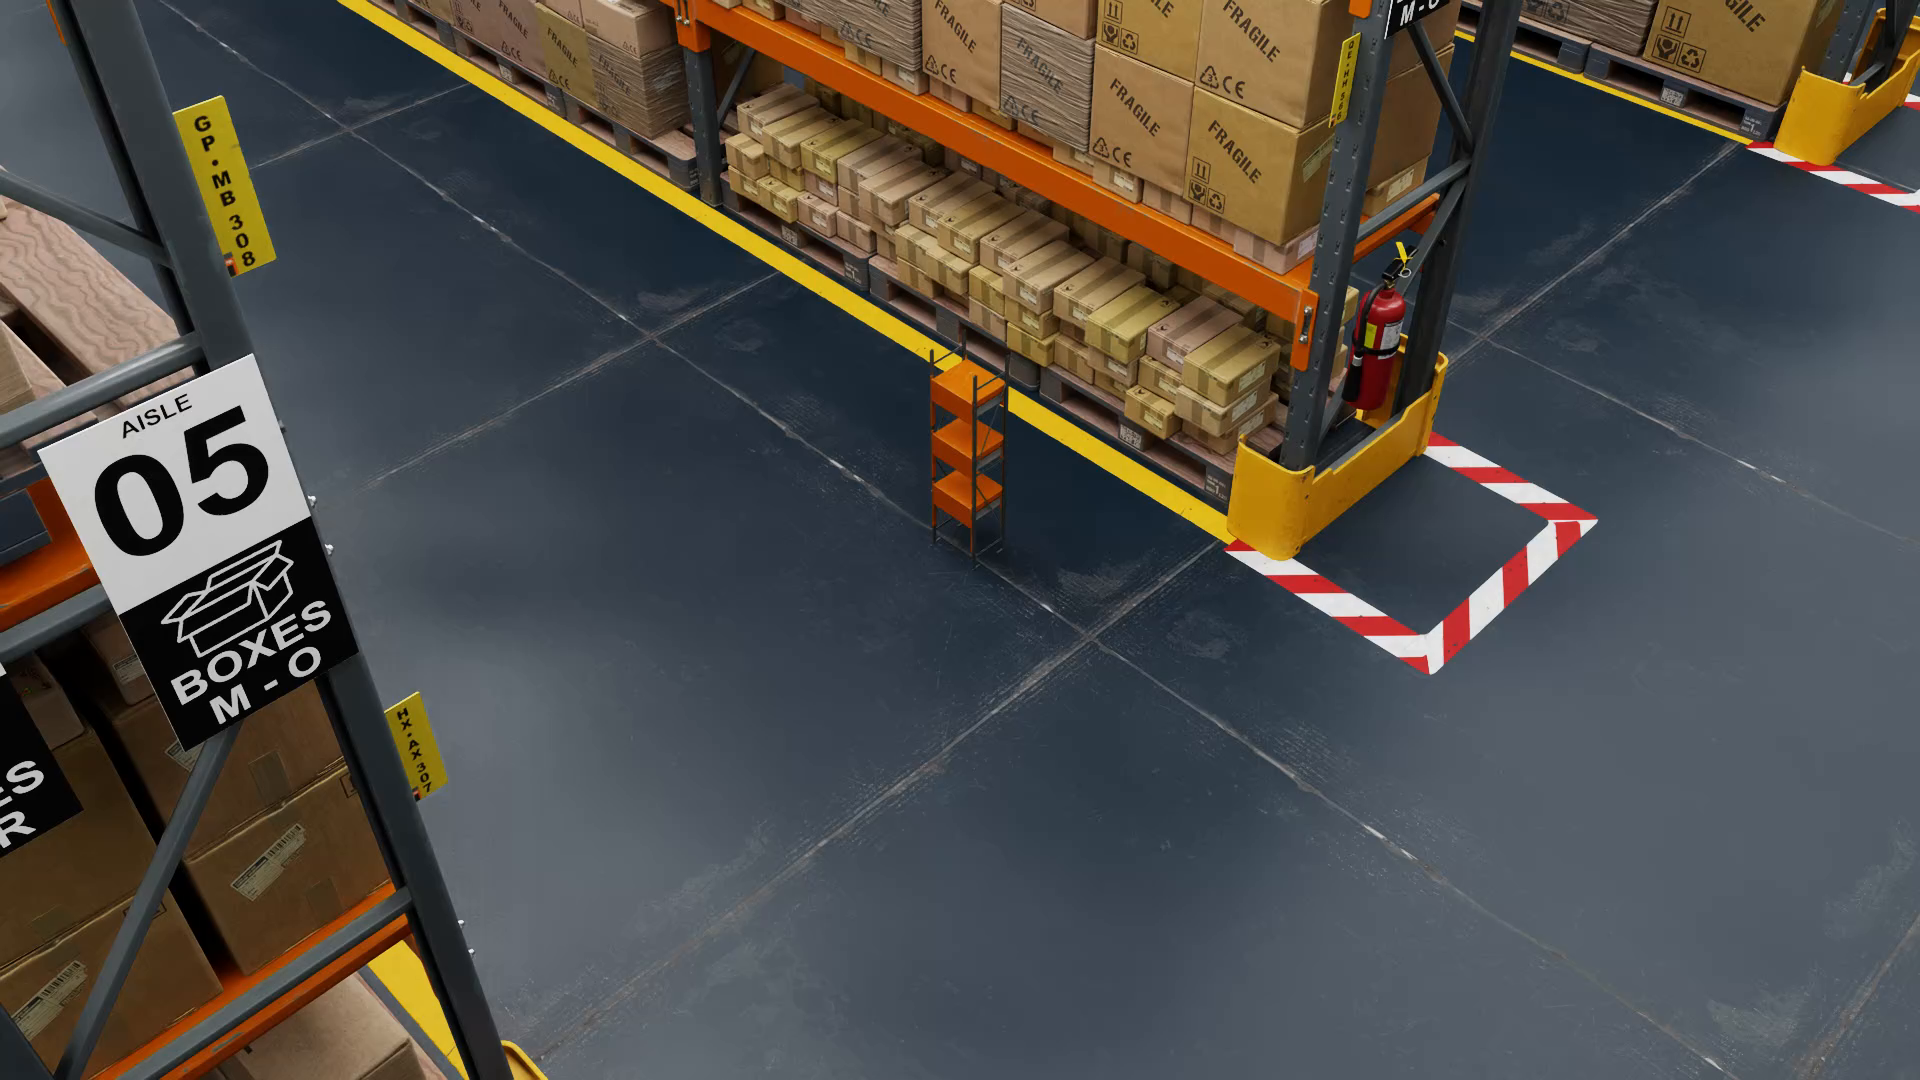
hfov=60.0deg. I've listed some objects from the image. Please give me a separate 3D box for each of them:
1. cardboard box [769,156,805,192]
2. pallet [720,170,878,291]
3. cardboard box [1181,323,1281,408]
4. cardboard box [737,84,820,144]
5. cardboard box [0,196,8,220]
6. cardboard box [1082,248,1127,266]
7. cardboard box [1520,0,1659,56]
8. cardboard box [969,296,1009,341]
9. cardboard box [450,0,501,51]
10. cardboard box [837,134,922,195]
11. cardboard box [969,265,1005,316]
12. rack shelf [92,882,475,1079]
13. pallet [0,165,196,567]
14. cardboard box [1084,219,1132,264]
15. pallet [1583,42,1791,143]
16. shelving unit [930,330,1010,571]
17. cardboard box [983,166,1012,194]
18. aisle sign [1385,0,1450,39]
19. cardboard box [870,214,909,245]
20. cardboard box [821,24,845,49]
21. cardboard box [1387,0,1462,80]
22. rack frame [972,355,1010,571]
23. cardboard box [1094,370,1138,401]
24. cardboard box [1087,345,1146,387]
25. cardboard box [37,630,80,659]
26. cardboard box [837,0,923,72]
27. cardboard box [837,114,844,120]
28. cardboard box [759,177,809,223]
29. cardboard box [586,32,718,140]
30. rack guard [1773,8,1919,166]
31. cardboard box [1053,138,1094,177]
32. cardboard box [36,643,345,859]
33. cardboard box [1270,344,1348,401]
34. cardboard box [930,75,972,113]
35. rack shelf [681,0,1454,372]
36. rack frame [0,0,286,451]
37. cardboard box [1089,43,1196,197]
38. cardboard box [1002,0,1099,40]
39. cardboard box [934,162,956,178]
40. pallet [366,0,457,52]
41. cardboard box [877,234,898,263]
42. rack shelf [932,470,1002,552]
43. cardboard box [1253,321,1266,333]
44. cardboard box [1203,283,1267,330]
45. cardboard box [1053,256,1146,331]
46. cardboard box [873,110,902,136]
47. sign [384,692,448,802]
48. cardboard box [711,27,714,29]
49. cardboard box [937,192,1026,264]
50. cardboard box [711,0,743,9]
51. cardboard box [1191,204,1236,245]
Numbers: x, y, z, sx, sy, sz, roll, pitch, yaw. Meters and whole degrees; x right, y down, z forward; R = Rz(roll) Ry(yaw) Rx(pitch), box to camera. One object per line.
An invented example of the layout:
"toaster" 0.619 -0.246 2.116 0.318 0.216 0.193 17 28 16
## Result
"cardboard box" -0.803 -2.049 8.947 0.380 0.149 0.250 -34 52 -31
"pallet" -0.575 -1.909 9.278 1.003 0.211 1.213 -34 53 -31
"cardboard box" 1.197 -0.776 7.349 0.380 0.149 0.250 -33 52 -31
"cardboard box" -0.978 -2.300 8.999 0.380 0.149 0.250 -32 51 -30
"cardboard box" -2.289 -0.730 3.538 0.380 0.149 0.250 -32 52 -30
"cardboard box" 0.814 -1.399 8.244 0.250 0.149 0.380 32 51 30
"cardboard box" 4.182 -3.726 10.446 0.875 0.875 0.875 -34 53 -31
"cardboard box" 0.265 -1.166 8.211 0.380 0.149 0.250 -33 52 -31
"cardboard box" -2.857 -3.451 10.424 0.500 0.500 0.500 33 52 30
"cardboard box" -0.412 -1.927 8.595 0.250 0.149 0.380 33 52 30
"cardboard box" 0.264 -1.274 8.108 0.380 0.149 0.250 -31 51 -29
"rack shelf" -3.096 0.407 5.247 1.077 0.370 4.000 -34 53 -31
"pallet" -2.215 -0.317 3.355 1.003 0.211 1.213 -34 53 -31
"cardboard box" 0.831 -1.532 8.168 0.380 0.149 0.250 -32 51 -30
"pallet" 4.713 -2.968 10.424 1.003 0.211 1.213 -34 53 -31
"shelving unit" 0.038 -0.360 6.983 0.215 1.050 0.252 -34 53 -31
"cardboard box" 0.334 -1.927 8.595 0.250 0.149 0.380 32 52 30
"aisle sign" 1.589 -2.093 5.507 0.394 0.787 0.004 -34 53 -31
"cardboard box" -0.239 -1.675 8.542 0.380 0.149 0.250 -32 51 -30
"cardboard box" -0.458 -2.529 8.079 0.250 0.149 0.380 32 51 30
"cardboard box" 1.621 -2.173 6.479 0.500 0.500 0.500 34 52 31
"rack frame" 0.124 -0.301 6.920 0.200 1.050 0.008 -34 53 -31
"cardboard box" 0.852 -0.820 7.836 0.250 0.149 0.380 34 52 31
"cardboard box" 0.807 -0.899 7.702 0.250 0.149 0.380 32 52 30
"cardboard box" -1.973 0.067 3.797 0.380 0.149 0.250 -33 52 -30
"cardboard box" -0.219 -2.533 7.605 0.500 0.500 0.500 33 52 31
"cardboard box" -0.627 -2.457 9.388 0.380 0.149 0.250 -33 52 -31
"cardboard box" -0.857 -1.889 8.993 0.380 0.149 0.250 -33 52 -30
"cardboard box" -1.776 -2.710 9.622 0.500 0.500 0.500 33 52 31
"rack guard" 5.350 -2.716 9.938 1.175 0.500 0.348 -34 53 -31
"cardboard box" 0.621 -1.749 7.235 0.250 0.149 0.380 32 51 30
"cardboard box" -1.821 0.333 3.987 0.500 0.500 0.500 33 52 31
"cardboard box" 1.607 -0.829 7.846 0.380 0.149 0.250 -33 52 -31
"cardboard box" 0.080 -2.138 7.656 0.380 0.149 0.250 -32 52 -30
"rack shelf" 0.338 -2.014 7.867 1.077 0.370 4.000 -34 53 -31
"rack frame" -1.683 -1.099 1.927 1.000 3.000 0.127 -34 53 -31
"cardboard box" 0.890 -1.806 6.818 0.500 0.500 0.500 33 52 31
"cardboard box" 0.519 -2.420 6.746 0.500 0.500 0.500 -31 51 -29
"cardboard box" 0.076 -1.932 8.820 0.380 0.149 0.250 -33 52 -30
"pallet" -3.349 -3.761 11.282 1.003 0.211 1.213 -34 53 -31
"cardboard box" -0.215 -1.584 8.663 0.250 0.149 0.380 32 51 30
"rack shelf" 0.038 -0.148 7.179 0.215 0.259 0.240 -34 53 -31
"cardboard box" 1.408 -1.067 7.884 0.250 0.149 0.380 34 52 31
"cardboard box" 1.341 -1.132 7.735 0.380 0.149 0.250 -33 52 -31
"cardboard box" 0.649 -1.142 7.746 0.250 0.149 0.380 32 52 30
"cardboard box" -0.250 -2.299 8.998 0.250 0.149 0.380 34 52 31
"sign" -1.286 0.494 3.927 0.100 0.325 0.005 -34 53 -31
"cardboard box" -1.410 -3.232 9.635 0.500 0.250 0.500 32 51 30
"cardboard box" 0.107 -1.537 8.173 0.380 0.149 0.250 -34 52 -31
"cardboard box" -1.106 -2.854 8.431 0.380 0.149 0.250 -32 52 -30
"cardboard box" 1.171 -1.383 6.839 0.250 0.149 0.380 34 53 31
